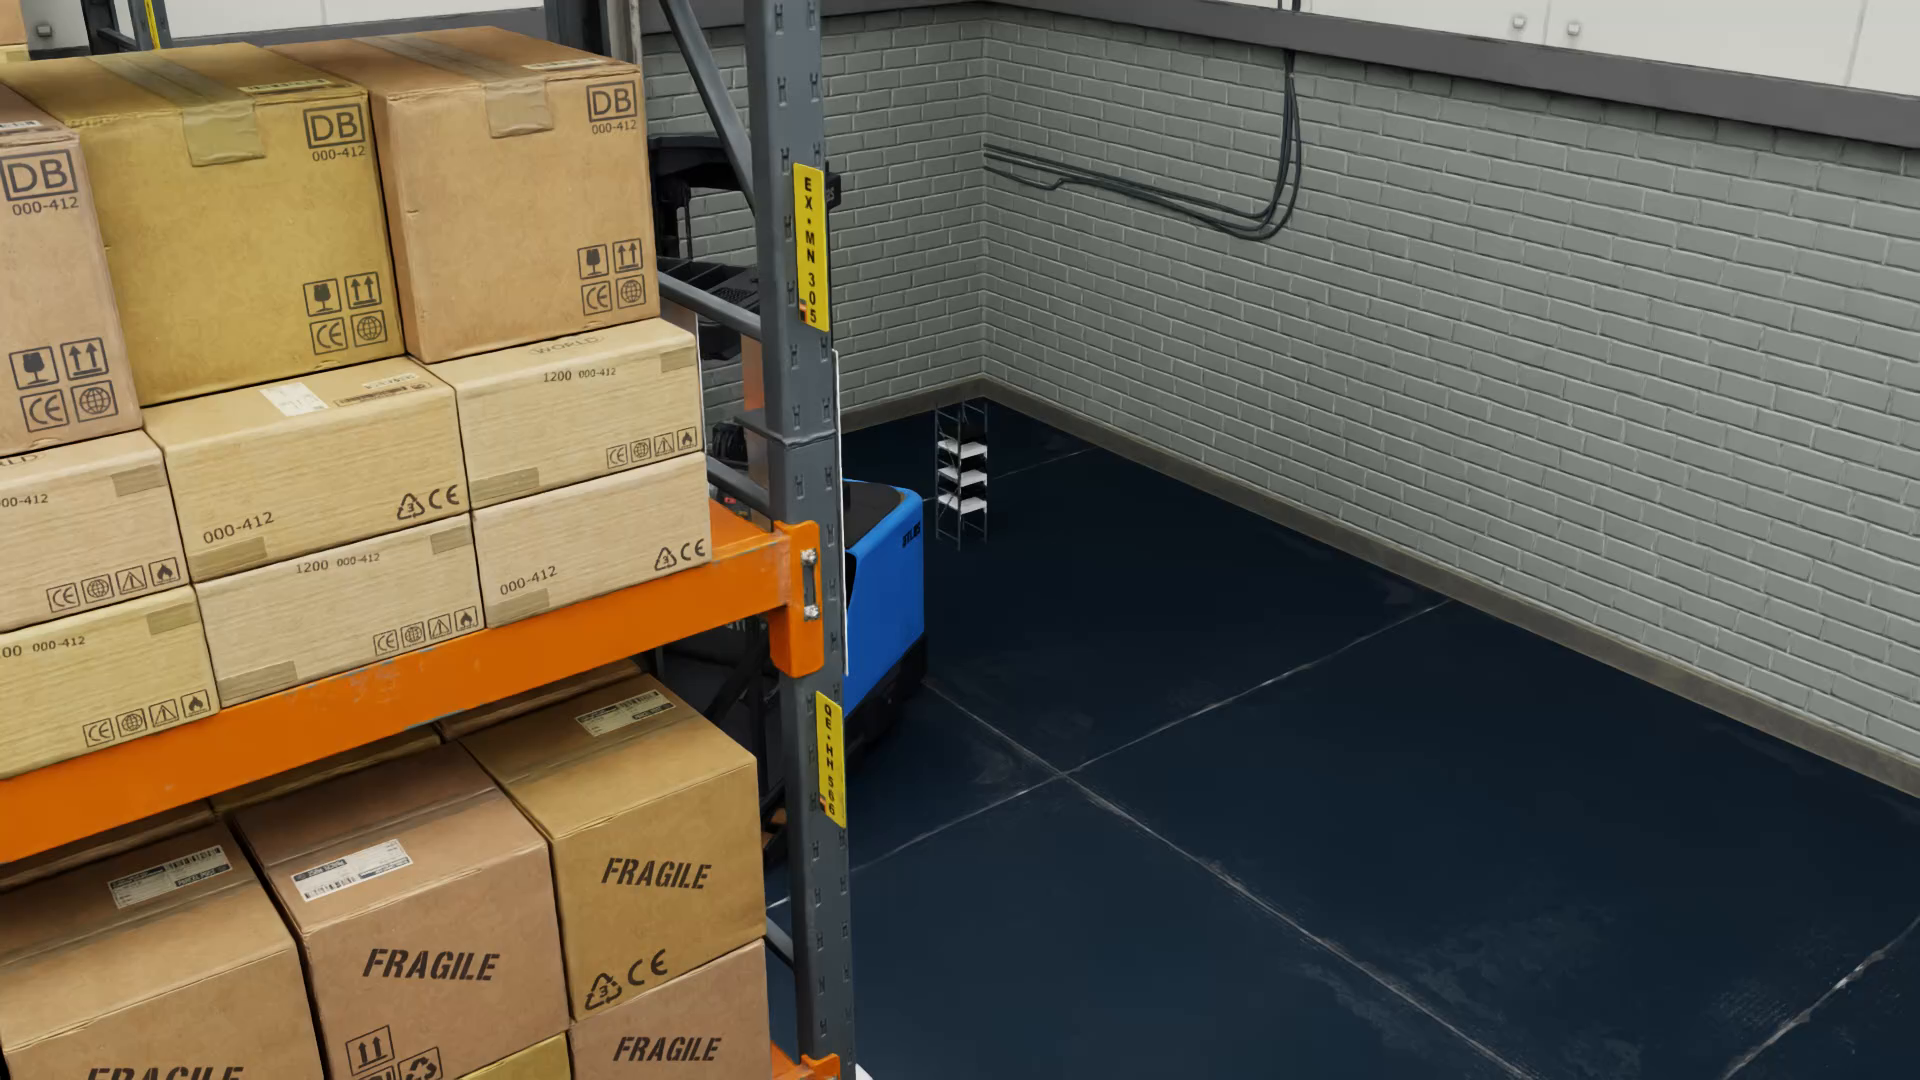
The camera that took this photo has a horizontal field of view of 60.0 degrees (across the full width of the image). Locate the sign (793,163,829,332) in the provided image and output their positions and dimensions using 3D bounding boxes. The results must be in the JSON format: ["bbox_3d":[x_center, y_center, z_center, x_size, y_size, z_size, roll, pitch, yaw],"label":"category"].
[{"bbox_3d":[-0.298,-0.585,3.332,0.005,0.325,0.100,-18,31,-34],"label":"sign"}]

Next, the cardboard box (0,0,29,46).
[{"bbox_3d":[-4.092,-2.240,6.619,0.500,0.500,0.500,-18,31,-34],"label":"cardboard box"}]

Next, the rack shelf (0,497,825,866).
[{"bbox_3d":[-2.199,0.474,2.958,4.000,0.370,1.077,-18,31,-34],"label":"rack shelf"}]

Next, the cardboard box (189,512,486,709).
[{"bbox_3d":[-1.267,0.043,3.209,0.500,0.250,0.500,-18,31,-34],"label":"cardboard box"}]

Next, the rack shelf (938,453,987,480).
[{"bbox_3d":[0.006,-0.462,10.041,0.200,0.077,0.258,-18,31,-34],"label":"rack shelf"}]

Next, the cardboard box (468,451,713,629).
[{"bbox_3d":[-0.866,-0.083,3.481,0.500,0.250,0.500,-18,31,-34],"label":"cardboard box"}]

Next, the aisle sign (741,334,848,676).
[{"bbox_3d":[-0.382,-0.107,3.829,0.004,0.787,0.394,-18,31,-34],"label":"aisle sign"}]

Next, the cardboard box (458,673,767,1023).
[{"bbox_3d":[-0.805,0.696,3.880,0.500,0.500,0.500,-19,31,-34],"label":"cardboard box"}]

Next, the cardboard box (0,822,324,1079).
[{"bbox_3d":[-1.607,0.964,3.303,0.500,0.500,0.500,-17,30,-33],"label":"cardboard box"}]

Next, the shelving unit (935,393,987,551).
[{"bbox_3d":[0.006,-0.410,10.065,0.210,0.900,0.258,-18,31,-34],"label":"shelving unit"}]

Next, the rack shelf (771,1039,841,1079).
[{"bbox_3d":[-2.199,1.834,3.589,4.000,0.370,1.077,-18,31,-34],"label":"rack shelf"}]

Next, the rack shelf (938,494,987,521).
[{"bbox_3d":[0.006,-0.217,10.155,0.200,0.077,0.258,-18,31,-34],"label":"rack shelf"}]

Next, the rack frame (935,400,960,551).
[{"bbox_3d":[-0.074,-0.384,10.008,0.006,0.900,0.240,-18,31,-34],"label":"rack frame"}]

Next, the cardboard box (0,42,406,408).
[{"bbox_3d":[-1.465,-0.630,3.175,0.500,0.500,0.700,-18,31,-34],"label":"cardboard box"}]

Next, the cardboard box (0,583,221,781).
[{"bbox_3d":[-1.652,0.177,2.920,0.500,0.250,0.500,-18,31,-34],"label":"cardboard box"}]

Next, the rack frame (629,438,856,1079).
[{"bbox_3d":[-0.625,0.988,4.557,0.127,3.000,1.000,-18,31,-34],"label":"rack frame"}]

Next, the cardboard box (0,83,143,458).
[{"bbox_3d":[-1.792,-0.465,2.819,0.500,0.500,0.700,-18,31,-34],"label":"cardboard box"}]

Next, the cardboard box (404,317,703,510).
[{"bbox_3d":[-0.872,-0.313,3.382,0.500,0.250,0.500,-18,31,-34],"label":"cardboard box"}]

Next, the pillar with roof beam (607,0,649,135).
[{"bbox_3d":[0.563,-2.935,5.884,0.400,9.000,9.100,-18,31,-34],"label":"pillar with roof beam"}]

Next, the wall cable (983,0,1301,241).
[{"bbox_3d":[0.987,-3.315,10.392,0.112,2.526,3.097,-18,31,-34],"label":"wall cable"}]

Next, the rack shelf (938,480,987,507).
[{"bbox_3d":[0.006,-0.298,10.117,0.200,0.077,0.258,-18,31,-34],"label":"rack shelf"}]

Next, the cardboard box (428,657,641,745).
[{"bbox_3d":[-1.137,0.517,4.265,0.500,0.500,0.500,-17,30,-33],"label":"cardboard box"}]

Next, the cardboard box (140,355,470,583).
[{"bbox_3d":[-1.265,-0.183,3.102,0.500,0.250,0.500,-18,31,-34],"label":"cardboard box"}]

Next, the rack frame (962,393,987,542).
[{"bbox_3d":[0.086,-0.437,10.122,0.006,0.900,0.240,-18,31,-34],"label":"rack frame"}]

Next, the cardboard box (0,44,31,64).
[{"bbox_3d":[-4.097,-1.902,6.782,0.500,0.250,0.500,-17,30,-33],"label":"cardboard box"}]

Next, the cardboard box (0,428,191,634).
[{"bbox_3d":[-1.661,-0.054,2.825,0.500,0.250,0.500,-18,31,-34],"label":"cardboard box"}]

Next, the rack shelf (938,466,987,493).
[{"bbox_3d":[0.006,-0.380,10.079,0.200,0.077,0.258,-18,31,-34],"label":"rack shelf"}]

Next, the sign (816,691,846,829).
[{"bbox_3d":[-0.298,0.509,3.839,0.005,0.325,0.100,-18,31,-34],"label":"sign"}]

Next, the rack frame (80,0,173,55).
[{"bbox_3d":[-3.684,-3.373,6.828,0.127,3.000,1.000,-18,31,-34],"label":"rack frame"}]

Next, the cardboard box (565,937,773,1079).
[{"bbox_3d":[-0.809,1.150,4.091,0.500,0.500,0.500,-17,30,-32],"label":"cardboard box"}]

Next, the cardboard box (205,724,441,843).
[{"bbox_3d":[-1.543,0.656,3.967,0.500,0.500,0.500,-18,30,-34],"label":"cardboard box"}]

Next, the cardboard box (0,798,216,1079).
[{"bbox_3d":[-1.940,0.784,3.691,0.500,0.500,0.500,-18,30,-33],"label":"cardboard box"}]

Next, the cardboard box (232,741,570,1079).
[{"bbox_3d":[-1.202,0.828,3.597,0.500,0.500,0.500,-17,30,-33],"label":"cardboard box"}]

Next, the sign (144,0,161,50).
[{"bbox_3d":[-3.361,-2.195,6.895,0.005,0.325,0.100,-18,31,-34],"label":"sign"}]

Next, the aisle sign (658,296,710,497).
[{"bbox_3d":[-0.752,-0.306,4.258,0.004,0.787,0.394,-18,31,-34],"label":"aisle sign"}]

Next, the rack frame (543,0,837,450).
[{"bbox_3d":[-0.625,-1.733,3.294,0.127,3.000,1.000,-18,31,-34],"label":"rack frame"}]

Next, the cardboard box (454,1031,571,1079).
[{"bbox_3d":[-1.215,1.286,3.798,0.500,0.500,0.500,-18,30,-34],"label":"cardboard box"}]

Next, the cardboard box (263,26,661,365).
[{"bbox_3d":[-1.019,-0.732,3.395,0.500,0.500,0.700,-18,31,-34],"label":"cardboard box"}]

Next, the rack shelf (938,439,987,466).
[{"bbox_3d":[0.006,-0.543,10.003,0.200,0.077,0.258,-18,31,-34],"label":"rack shelf"}]

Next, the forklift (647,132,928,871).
[{"bbox_3d":[-1.198,-0.107,6.998,1.130,2.935,3.031,10,27,20],"label":"forklift"}]

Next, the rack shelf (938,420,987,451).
[{"bbox_3d":[0.006,-0.625,9.965,0.200,0.077,0.258,-18,31,-34],"label":"rack shelf"}]
